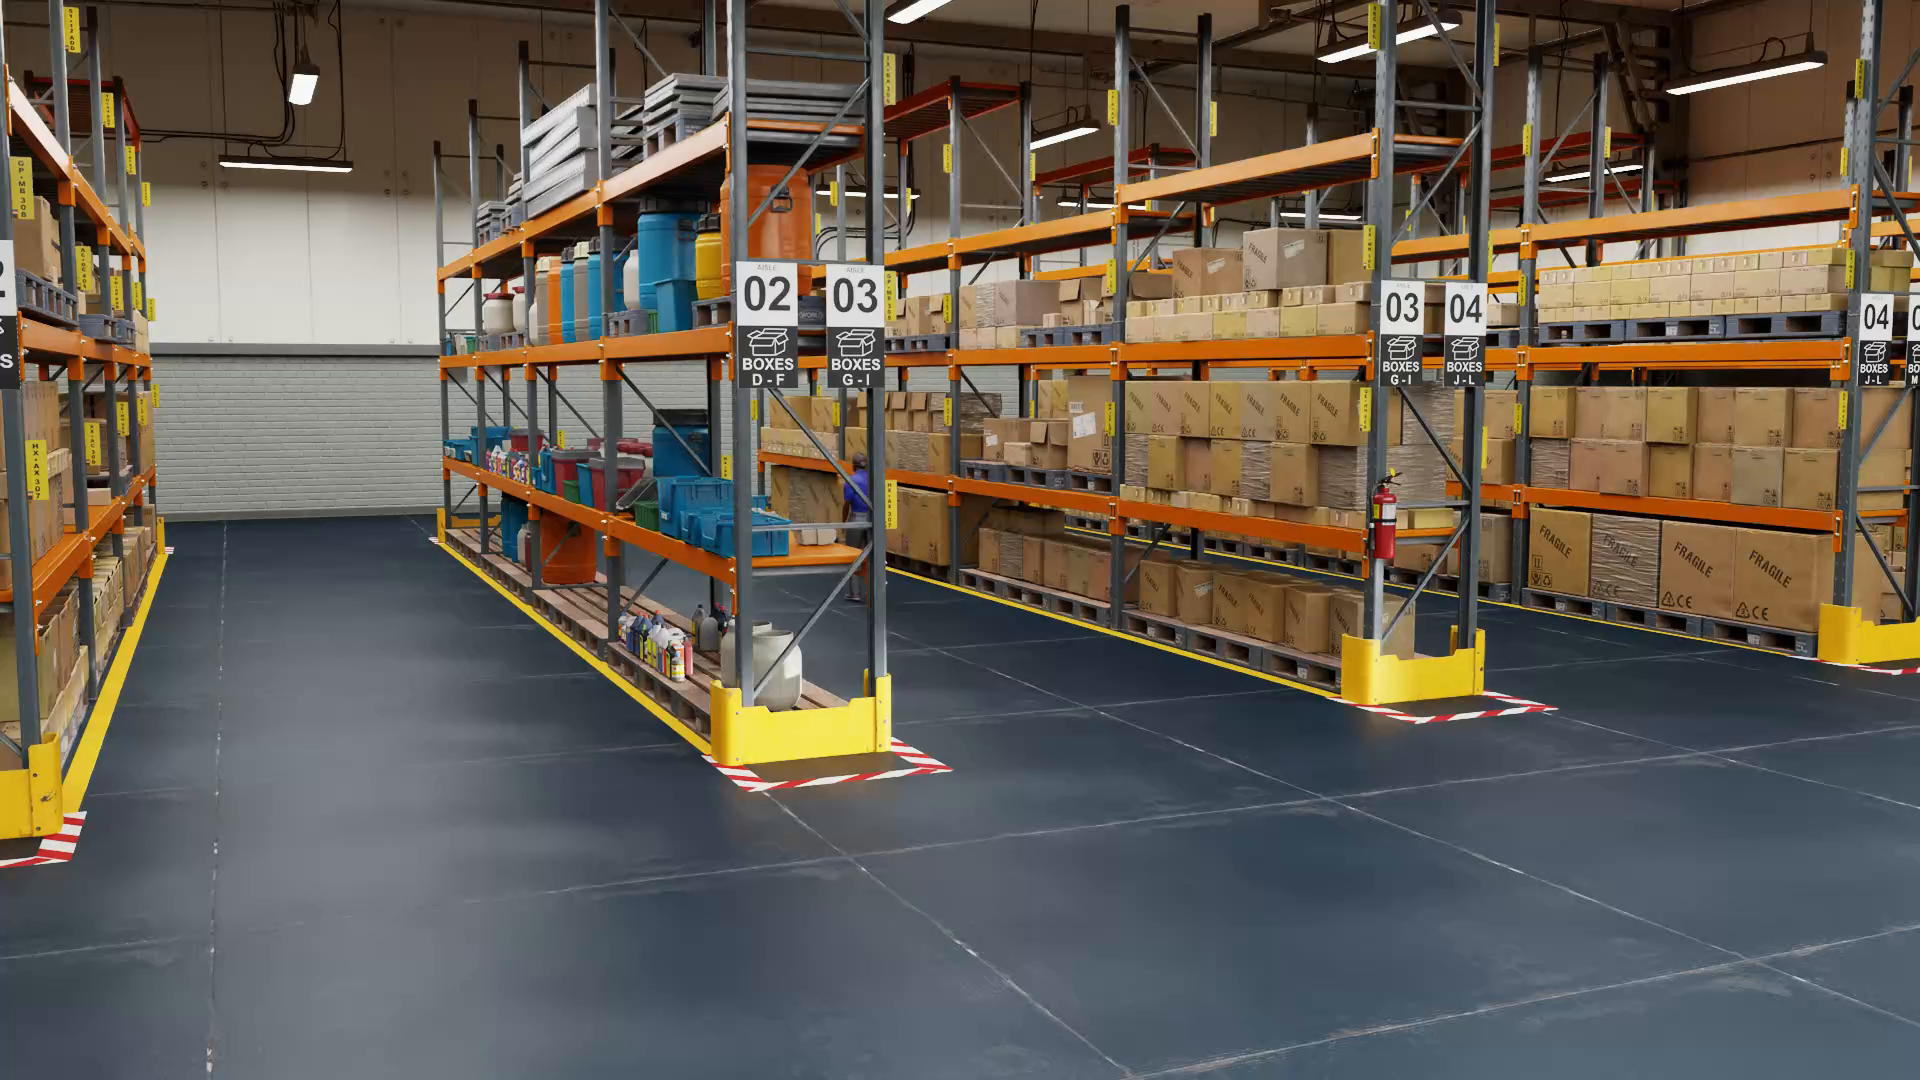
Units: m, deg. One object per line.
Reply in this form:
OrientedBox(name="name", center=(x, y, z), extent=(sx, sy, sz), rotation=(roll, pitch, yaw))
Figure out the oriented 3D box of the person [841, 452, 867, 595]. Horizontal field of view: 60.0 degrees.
OrientedBox(name="person", center=(-1.093, -0.186, 18.575), extent=(0.478, 1.588, 0.322), rotation=(-3, 6, -25))
